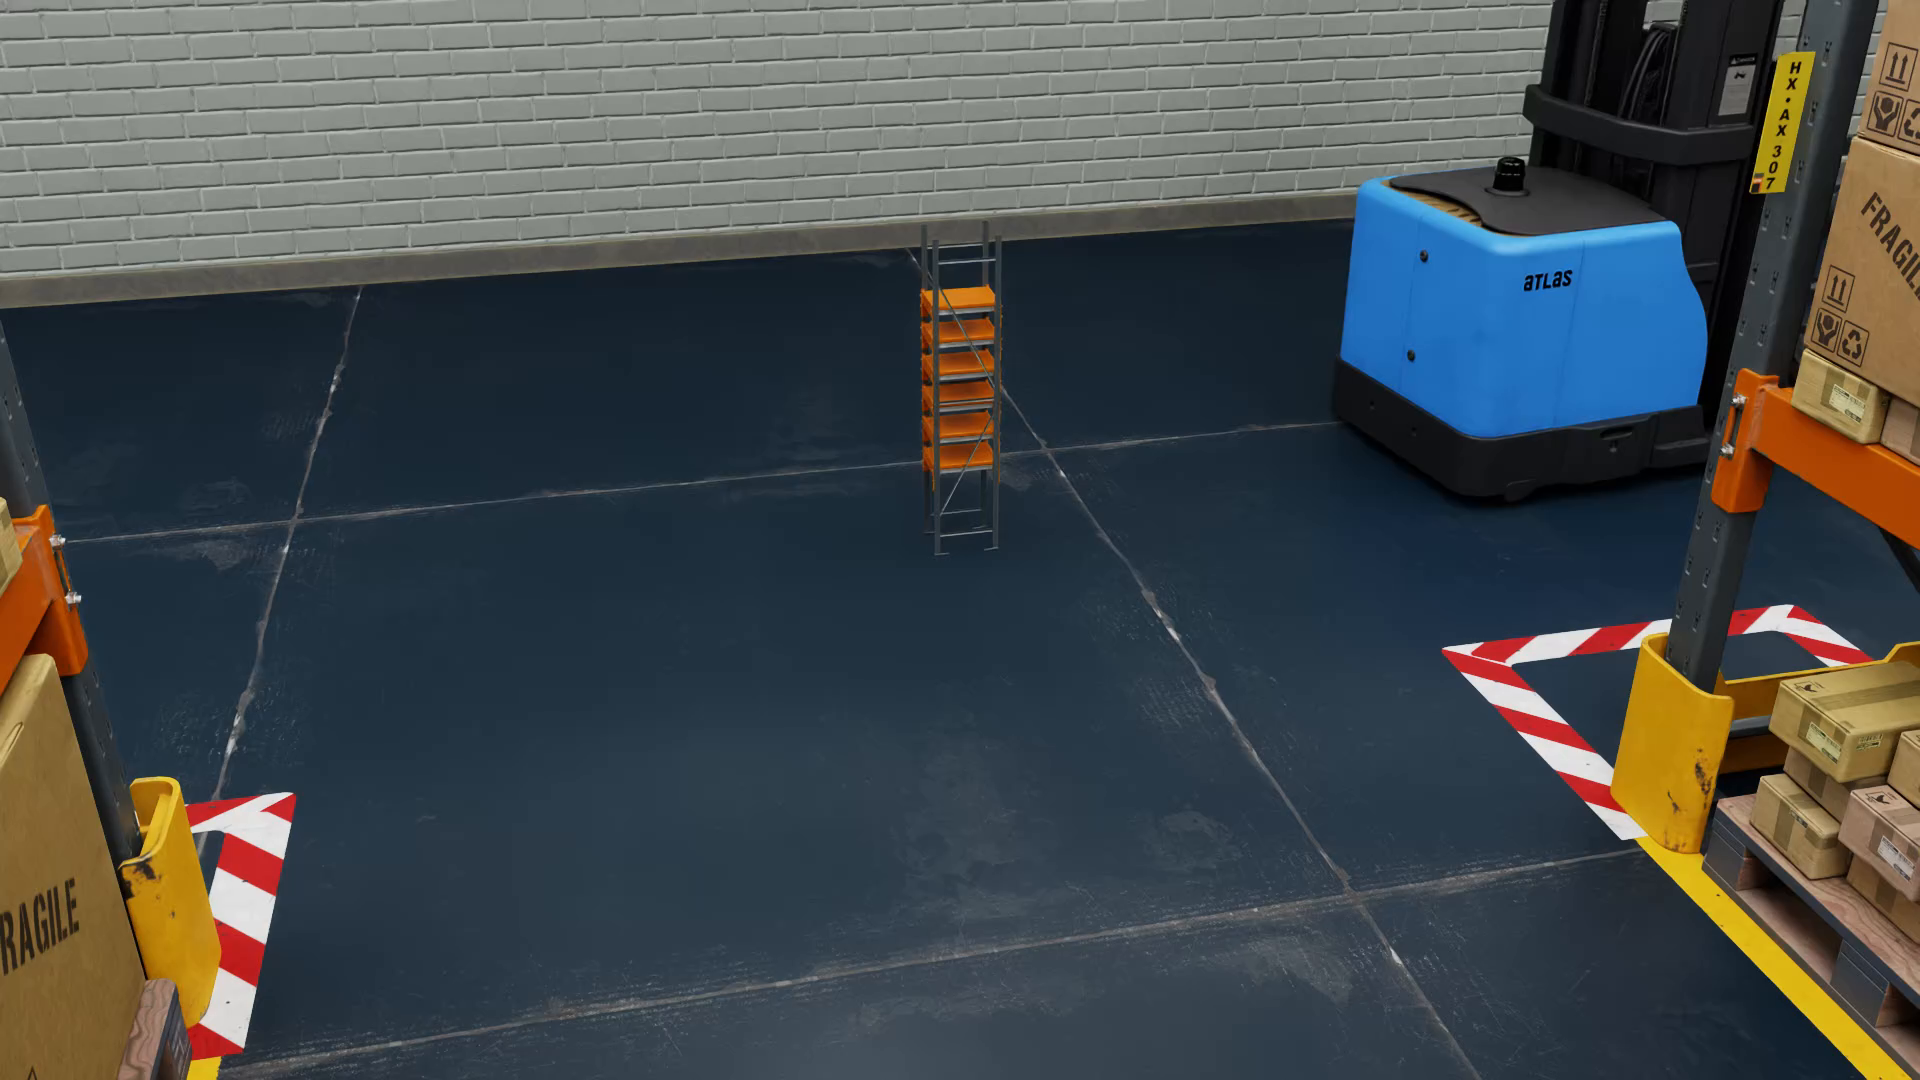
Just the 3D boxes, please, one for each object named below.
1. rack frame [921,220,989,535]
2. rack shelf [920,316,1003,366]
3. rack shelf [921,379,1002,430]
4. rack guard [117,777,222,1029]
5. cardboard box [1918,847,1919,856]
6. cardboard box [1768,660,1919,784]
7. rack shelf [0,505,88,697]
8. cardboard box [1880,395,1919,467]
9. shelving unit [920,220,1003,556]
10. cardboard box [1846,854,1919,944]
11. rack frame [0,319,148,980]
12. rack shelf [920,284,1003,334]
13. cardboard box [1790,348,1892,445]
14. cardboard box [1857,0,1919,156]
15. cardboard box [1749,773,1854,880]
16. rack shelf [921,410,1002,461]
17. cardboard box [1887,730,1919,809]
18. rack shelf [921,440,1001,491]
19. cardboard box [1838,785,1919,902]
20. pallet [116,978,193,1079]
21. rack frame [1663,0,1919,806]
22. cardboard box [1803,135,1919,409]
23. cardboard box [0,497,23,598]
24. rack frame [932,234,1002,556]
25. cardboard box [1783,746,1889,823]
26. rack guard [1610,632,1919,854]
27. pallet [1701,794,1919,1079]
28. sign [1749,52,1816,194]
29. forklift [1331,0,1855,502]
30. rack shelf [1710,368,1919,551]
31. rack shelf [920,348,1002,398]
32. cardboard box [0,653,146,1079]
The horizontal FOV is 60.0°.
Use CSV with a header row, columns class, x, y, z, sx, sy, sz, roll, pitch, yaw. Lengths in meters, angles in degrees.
class,x,y,z,sx,sy,sz,roll,pitch,yaw
rack frame,-0.017,-0.569,6.047,0.240,1.200,0.006,-6,27,-12
rack shelf,0.003,-0.704,5.879,0.258,0.103,0.180,-6,27,-12
rack shelf,0.003,-0.490,5.987,0.258,0.103,0.180,-6,27,-12
rack guard,-2.407,0.923,3.867,1.175,0.500,0.348,-6,27,-12
cardboard box,2.352,0.675,3.622,0.380,0.149,0.250,-6,27,-12
cardboard box,2.241,0.442,4.082,0.380,0.149,0.250,-7,28,-14
rack shelf,-1.951,1.017,1.705,1.077,0.370,4.000,-6,27,-12
cardboard box,2.305,-0.247,3.689,0.380,0.149,0.250,-5,27,-10
shelving unit,0.003,-0.529,5.967,0.258,1.200,0.189,-6,27,-12
cardboard box,2.399,0.812,4.009,0.380,0.149,0.250,-6,27,-12
rack frame,-2.401,-0.183,3.283,1.000,3.000,0.127,-6,27,-12
rack shelf,0.003,-0.811,5.825,0.258,0.103,0.180,-6,27,-12
cardboard box,2.207,-0.354,3.902,0.380,0.149,0.250,-6,27,-12
cardboard box,2.296,-1.042,3.434,0.500,0.500,0.500,-6,27,-12
cardboard box,2.260,0.706,4.220,0.380,0.149,0.250,-5,27,-11
rack shelf,0.003,-0.382,6.041,0.258,0.103,0.180,-6,27,-12
cardboard box,2.420,0.551,3.867,0.380,0.149,0.250,-5,27,-11
rack shelf,0.003,-0.275,6.095,0.258,0.103,0.180,-6,27,-12
cardboard box,2.328,0.693,3.917,0.380,0.149,0.250,-6,27,-12
pallet,-2.145,1.405,3.231,1.003,0.211,1.213,-6,27,-12
rack frame,2.454,-0.642,4.193,1.000,3.000,0.127,-6,27,-12
cardboard box,2.286,-0.594,3.657,0.500,0.500,0.500,-5,27,-9
cardboard box,-2.000,0.052,3.096,0.380,0.149,0.250,-5,27,-11
rack frame,0.024,-0.489,5.887,0.240,1.200,0.006,-6,27,-12
cardboard box,2.322,0.567,4.166,0.380,0.149,0.250,-5,27,-9
rack guard,2.471,0.507,4.690,1.175,0.500,0.348,-6,27,-12
pallet,2.619,0.997,4.041,1.003,0.211,1.213,-6,27,-12
sign,1.925,-0.973,3.888,0.100,0.325,0.005,-6,27,-12
forklift,3.182,-1.855,6.672,3.031,2.935,1.130,-9,28,-18
rack shelf,2.904,0.557,2.615,1.077,0.370,4.000,-6,27,-12
rack shelf,0.003,-0.597,5.933,0.258,0.103,0.180,-6,27,-12
cardboard box,-2.179,0.851,3.126,0.875,0.875,0.875,-6,27,-12
